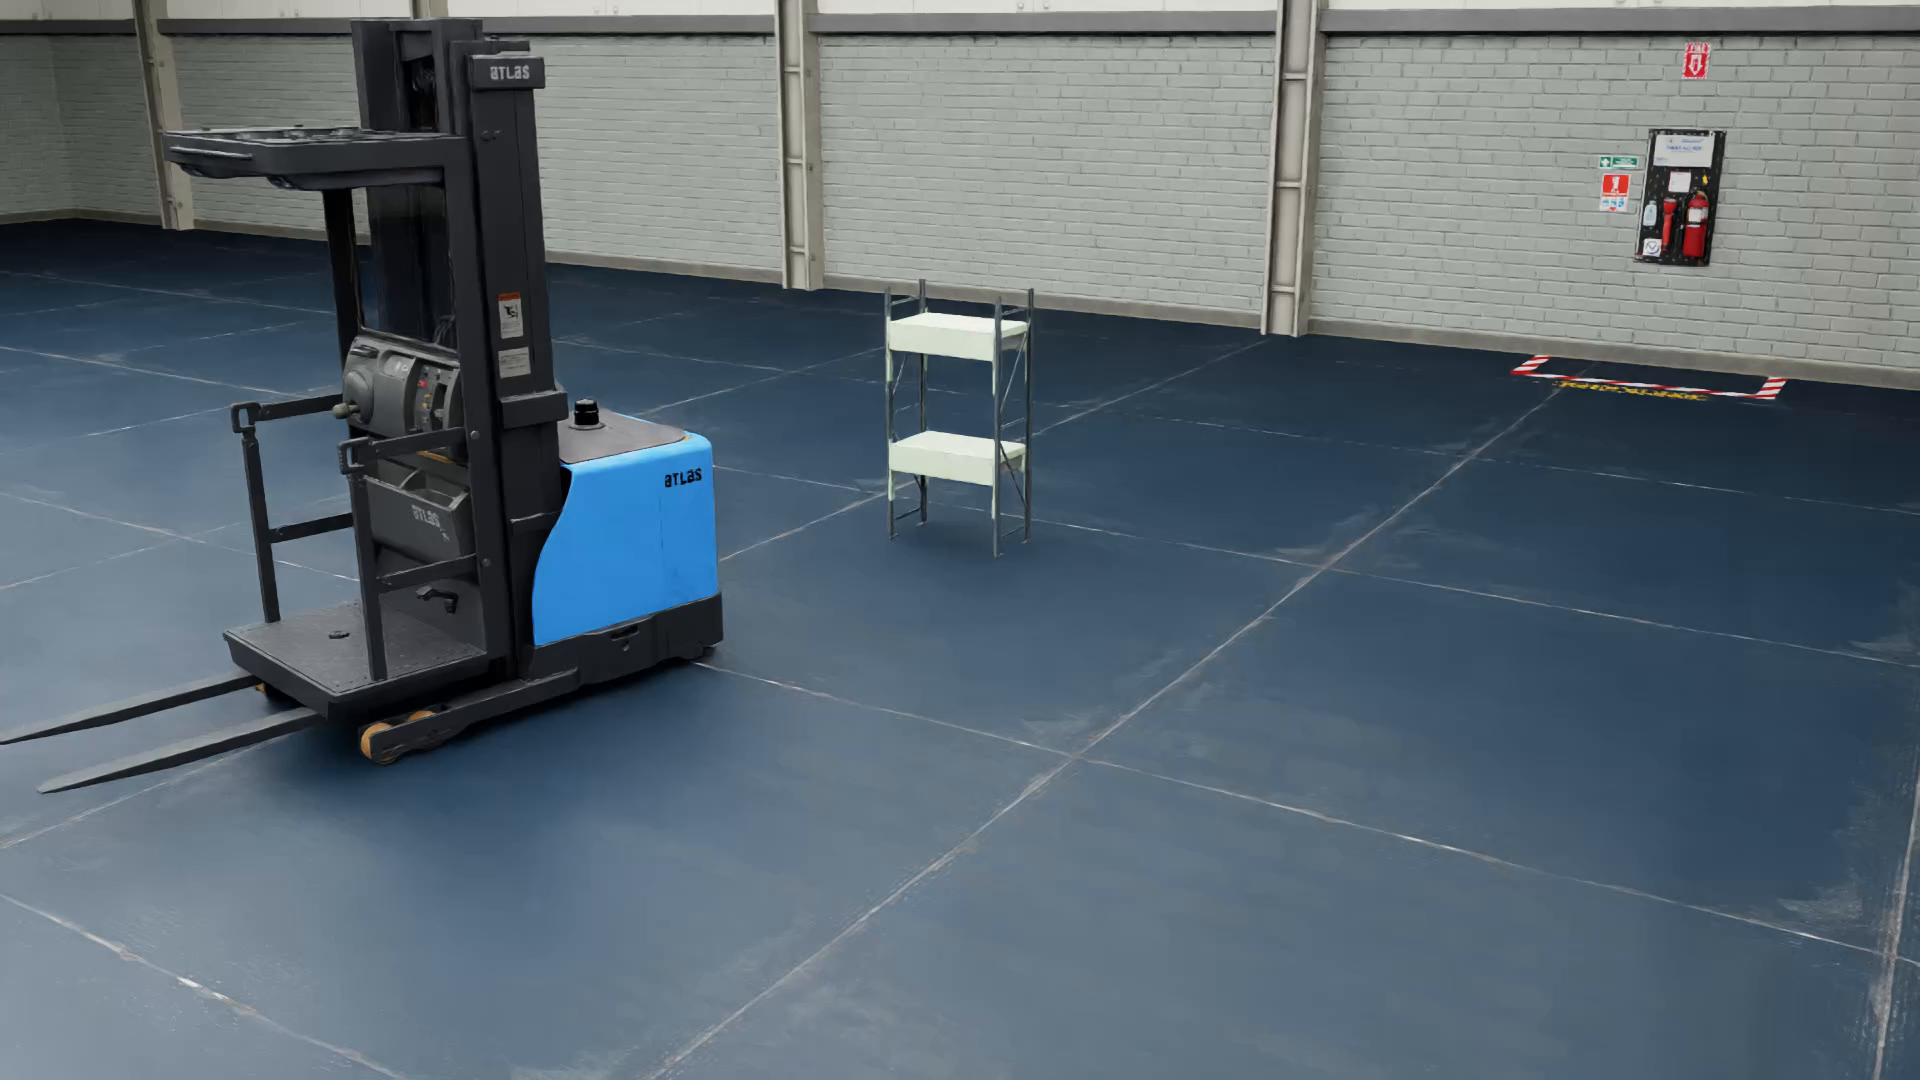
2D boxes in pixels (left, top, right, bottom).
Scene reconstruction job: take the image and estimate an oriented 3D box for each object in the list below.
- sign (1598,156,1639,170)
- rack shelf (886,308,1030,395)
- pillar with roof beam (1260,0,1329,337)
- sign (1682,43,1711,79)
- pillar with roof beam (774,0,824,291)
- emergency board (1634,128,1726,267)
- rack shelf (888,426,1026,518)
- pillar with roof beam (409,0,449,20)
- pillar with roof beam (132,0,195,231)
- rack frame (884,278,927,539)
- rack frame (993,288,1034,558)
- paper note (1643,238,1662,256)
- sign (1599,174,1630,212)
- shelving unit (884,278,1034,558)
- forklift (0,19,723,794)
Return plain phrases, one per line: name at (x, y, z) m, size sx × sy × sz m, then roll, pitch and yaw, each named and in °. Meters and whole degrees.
sign at (5.869, -3.364, 14.821) m, size 0.331 × 0.109 × 0.001 m, roll 10°, pitch 20°, yaw 30°
rack shelf at (-0.006, -1.092, 9.553) m, size 0.720 × 0.370 × 0.431 m, roll 10°, pitch 20°, yaw 30°
pillar with roof beam at (1.007, -5.318, 11.906) m, size 0.400 × 9.000 × 9.100 m, roll 10°, pitch 20°, yaw 30°
sign at (6.332, -4.122, 14.300) m, size 0.199 × 0.298 × 0.001 m, roll 10°, pitch 20°, yaw 30°
pillar with roof beam at (-4.106, -6.231, 14.910) m, size 0.400 × 9.000 × 9.100 m, roll 10°, pitch 20°, yaw 30°
emergency board at (6.287, -2.986, 14.552) m, size 0.643 × 1.169 × 0.194 m, roll 10°, pitch 20°, yaw 30°
rack shelf at (-0.006, -0.407, 9.761) m, size 0.720 × 0.370 × 0.431 m, roll 10°, pitch 20°, yaw 30°
pillar with roof beam at (-9.219, -7.143, 17.915) m, size 0.400 × 9.000 × 9.100 m, roll 10°, pitch 20°, yaw 30°
pillar with roof beam at (-14.331, -8.056, 20.919) m, size 0.400 × 9.000 × 9.100 m, roll 10°, pitch 20°, yaw 30°
rack frame at (-0.318, -0.774, 9.850) m, size 0.023 × 1.500 × 0.400 m, roll 10°, pitch 20°, yaw 30°
rack frame at (0.306, -0.663, 9.483) m, size 0.023 × 1.500 × 0.400 m, roll 10°, pitch 20°, yaw 30°
paper note at (6.172, -2.609, 14.825) m, size 0.142 × 0.148 × 0.016 m, roll 10°, pitch 20°, yaw 30°
sign at (5.869, -3.113, 14.908) m, size 0.234 × 0.329 × 0.001 m, roll 10°, pitch 20°, yaw 30°
shelving unit at (-0.006, -0.719, 9.667) m, size 0.755 × 1.500 × 0.431 m, roll 10°, pitch 20°, yaw 30°
forklift at (-2.537, -0.648, 6.971) m, size 1.130 × 2.935 × 3.031 m, roll 16°, pitch 23°, yaw 42°
